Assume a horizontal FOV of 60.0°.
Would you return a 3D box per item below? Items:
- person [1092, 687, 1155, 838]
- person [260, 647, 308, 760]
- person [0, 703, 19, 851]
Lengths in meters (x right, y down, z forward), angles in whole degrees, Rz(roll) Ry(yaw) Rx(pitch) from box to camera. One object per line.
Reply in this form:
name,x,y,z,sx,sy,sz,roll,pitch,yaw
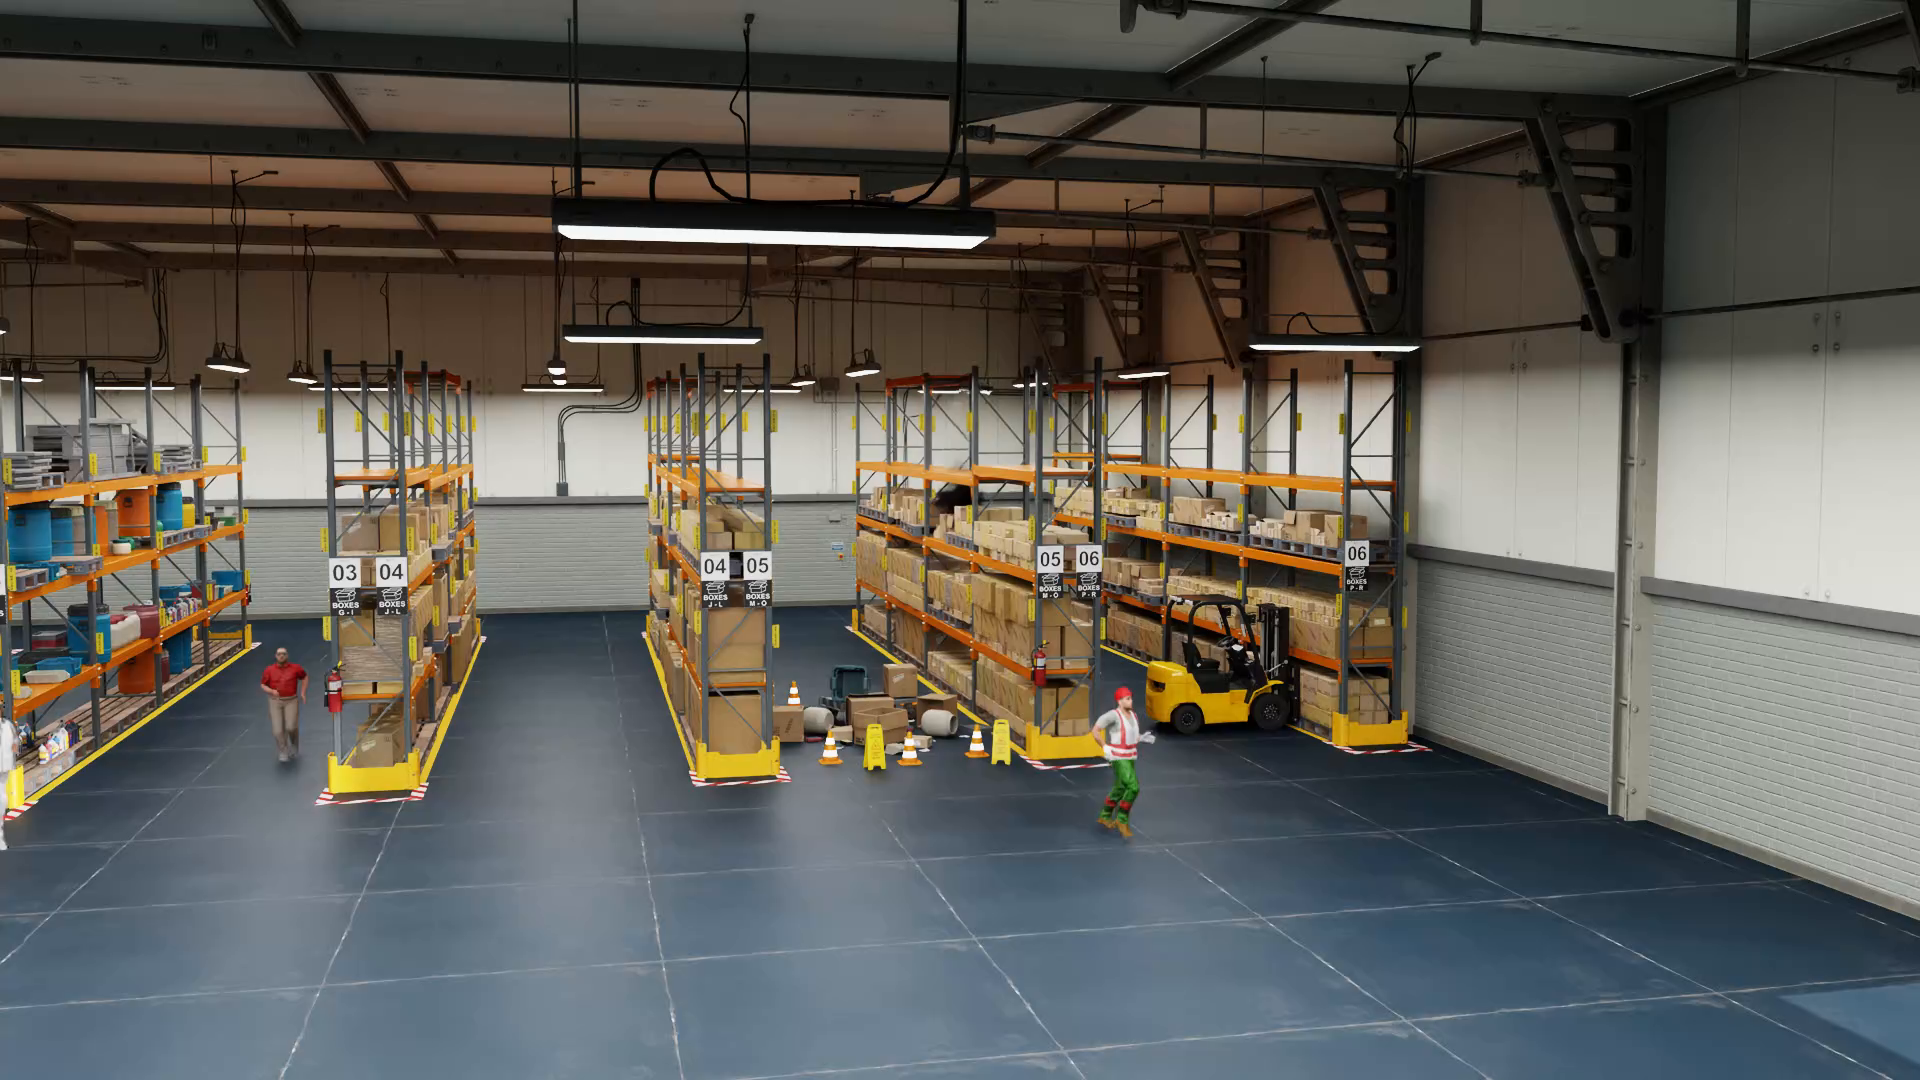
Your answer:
person,1.998,2.706,20.292,0.754,1.830,0.632,3,5,38
person,-10.020,2.439,24.658,0.651,1.688,0.607,-1,4,-18
person,-11.476,2.757,19.713,0.772,1.835,0.643,2,4,21
